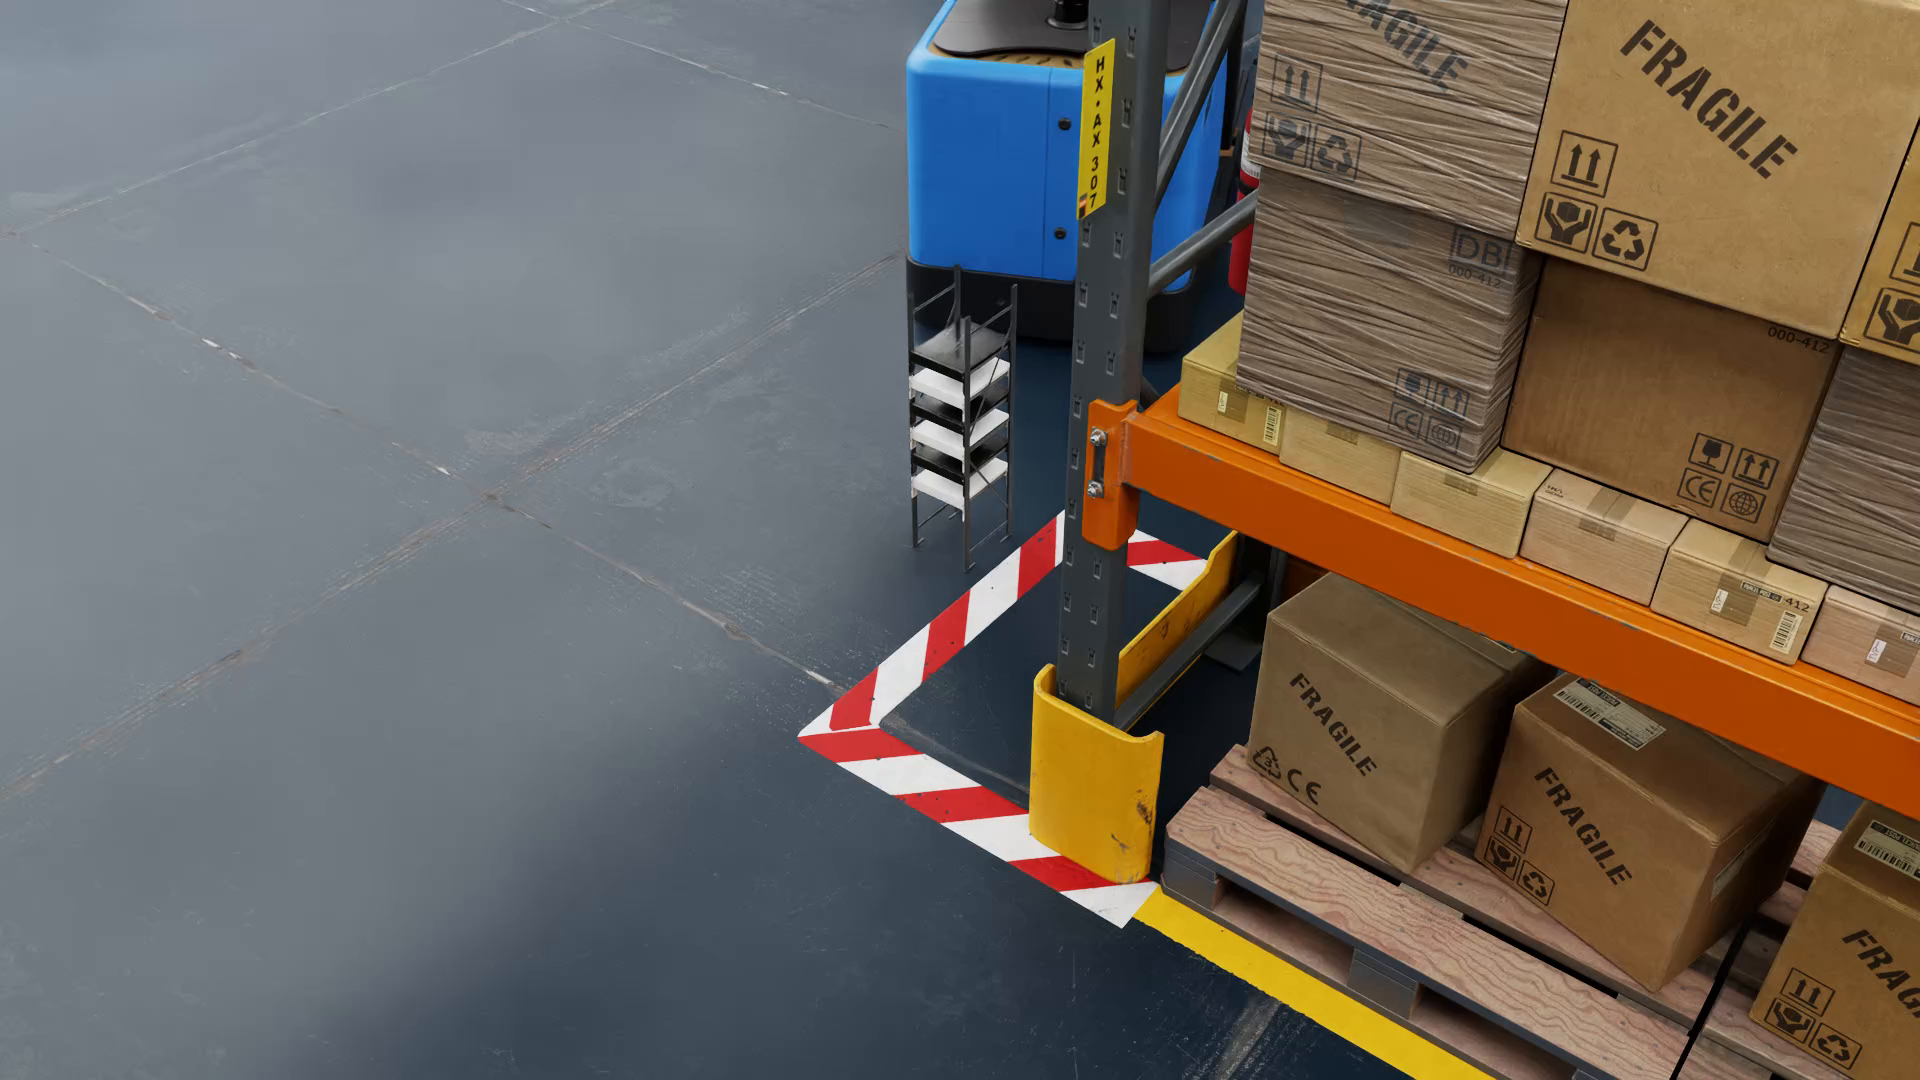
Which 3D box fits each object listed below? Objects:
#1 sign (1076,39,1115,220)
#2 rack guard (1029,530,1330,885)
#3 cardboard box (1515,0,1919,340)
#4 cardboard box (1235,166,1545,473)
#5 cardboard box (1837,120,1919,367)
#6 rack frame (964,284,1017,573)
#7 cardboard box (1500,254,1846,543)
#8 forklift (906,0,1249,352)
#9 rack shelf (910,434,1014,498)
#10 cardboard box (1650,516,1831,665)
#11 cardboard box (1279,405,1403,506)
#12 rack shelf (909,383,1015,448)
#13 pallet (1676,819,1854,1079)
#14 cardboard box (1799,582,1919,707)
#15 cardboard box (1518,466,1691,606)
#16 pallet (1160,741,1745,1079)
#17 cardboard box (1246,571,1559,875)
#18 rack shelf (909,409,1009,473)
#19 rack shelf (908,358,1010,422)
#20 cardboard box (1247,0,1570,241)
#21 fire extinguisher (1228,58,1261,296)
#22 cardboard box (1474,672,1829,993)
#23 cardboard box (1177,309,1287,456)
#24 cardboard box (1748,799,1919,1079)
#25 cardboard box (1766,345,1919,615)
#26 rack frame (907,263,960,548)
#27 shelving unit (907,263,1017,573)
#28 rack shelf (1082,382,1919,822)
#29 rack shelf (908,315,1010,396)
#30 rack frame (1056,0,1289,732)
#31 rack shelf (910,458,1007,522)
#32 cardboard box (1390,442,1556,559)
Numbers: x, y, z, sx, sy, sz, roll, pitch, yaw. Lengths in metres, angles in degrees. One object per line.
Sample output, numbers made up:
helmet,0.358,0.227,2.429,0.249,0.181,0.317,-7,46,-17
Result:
sign,0.253,-0.758,3.083,0.005,0.325,0.100,25,45,29
rack guard,0.643,0.330,4.423,0.348,0.500,1.175,25,45,29
cardboard box,1.247,-0.703,2.581,0.500,0.500,0.500,25,45,29
cardboard box,1.003,-0.620,3.286,0.500,0.500,0.875,25,45,29
cardboard box,1.645,-0.516,2.343,0.500,0.500,0.500,25,45,29
rack frame,0.087,-0.313,4.920,0.006,0.900,0.240,25,45,29
cardboard box,1.473,-0.492,3.122,0.500,0.500,0.875,25,45,29
forklift,0.638,-2.743,6.376,1.130,2.935,3.031,8,39,10
rack shelf,0.006,-0.254,5.045,0.200,0.077,0.258,25,45,29
cardboard box,1.446,0.024,2.990,0.250,0.149,0.380,25,45,29
cardboard box,0.851,-0.258,3.350,0.250,0.149,0.380,25,45,29
rack shelf,0.006,-0.396,4.934,0.200,0.077,0.258,25,45,29
pallet,2.231,1.222,3.518,1.213,0.211,1.003,25,45,29
cardboard box,1.661,0.104,2.887,0.250,0.149,0.380,25,45,29
cardboard box,1.251,-0.073,3.114,0.250,0.149,0.380,25,45,29
pallet,1.266,0.765,4.102,1.213,0.211,1.003,25,45,29
cardboard box,1.068,0.378,4.021,0.500,0.500,0.500,-29,46,-32
rack shelf,0.006,-0.325,4.989,0.200,0.077,0.258,25,45,29
rack shelf,0.006,-0.467,4.878,0.200,0.077,0.258,25,45,29
cardboard box,0.854,-0.894,2.825,0.500,0.500,0.500,25,45,29
fire extinguisher,0.771,-0.921,4.056,0.183,0.674,0.296,25,45,29
cardboard box,1.564,0.585,3.757,0.500,0.500,0.500,-25,45,-29
cardboard box,0.664,-0.361,3.481,0.250,0.149,0.380,25,45,29
cardboard box,2.050,0.829,3.445,0.500,0.500,0.500,30,47,32
cardboard box,1.843,-0.283,2.856,0.500,0.500,0.875,25,45,29
rack frame,-0.074,-0.389,5.017,0.006,0.900,0.240,25,45,29
shelving unit,0.006,-0.351,4.969,0.210,0.900,0.258,25,45,29
rack shelf,2.171,0.349,2.954,4.000,0.370,1.077,25,45,29
rack shelf,0.006,-0.538,4.823,0.200,0.077,0.258,25,45,29
rack frame,0.582,-0.683,3.689,0.127,3.000,1.000,25,45,29
rack shelf,0.006,-0.183,5.100,0.200,0.077,0.258,25,45,29
cardboard box,1.040,-0.157,3.221,0.250,0.149,0.380,25,45,29
